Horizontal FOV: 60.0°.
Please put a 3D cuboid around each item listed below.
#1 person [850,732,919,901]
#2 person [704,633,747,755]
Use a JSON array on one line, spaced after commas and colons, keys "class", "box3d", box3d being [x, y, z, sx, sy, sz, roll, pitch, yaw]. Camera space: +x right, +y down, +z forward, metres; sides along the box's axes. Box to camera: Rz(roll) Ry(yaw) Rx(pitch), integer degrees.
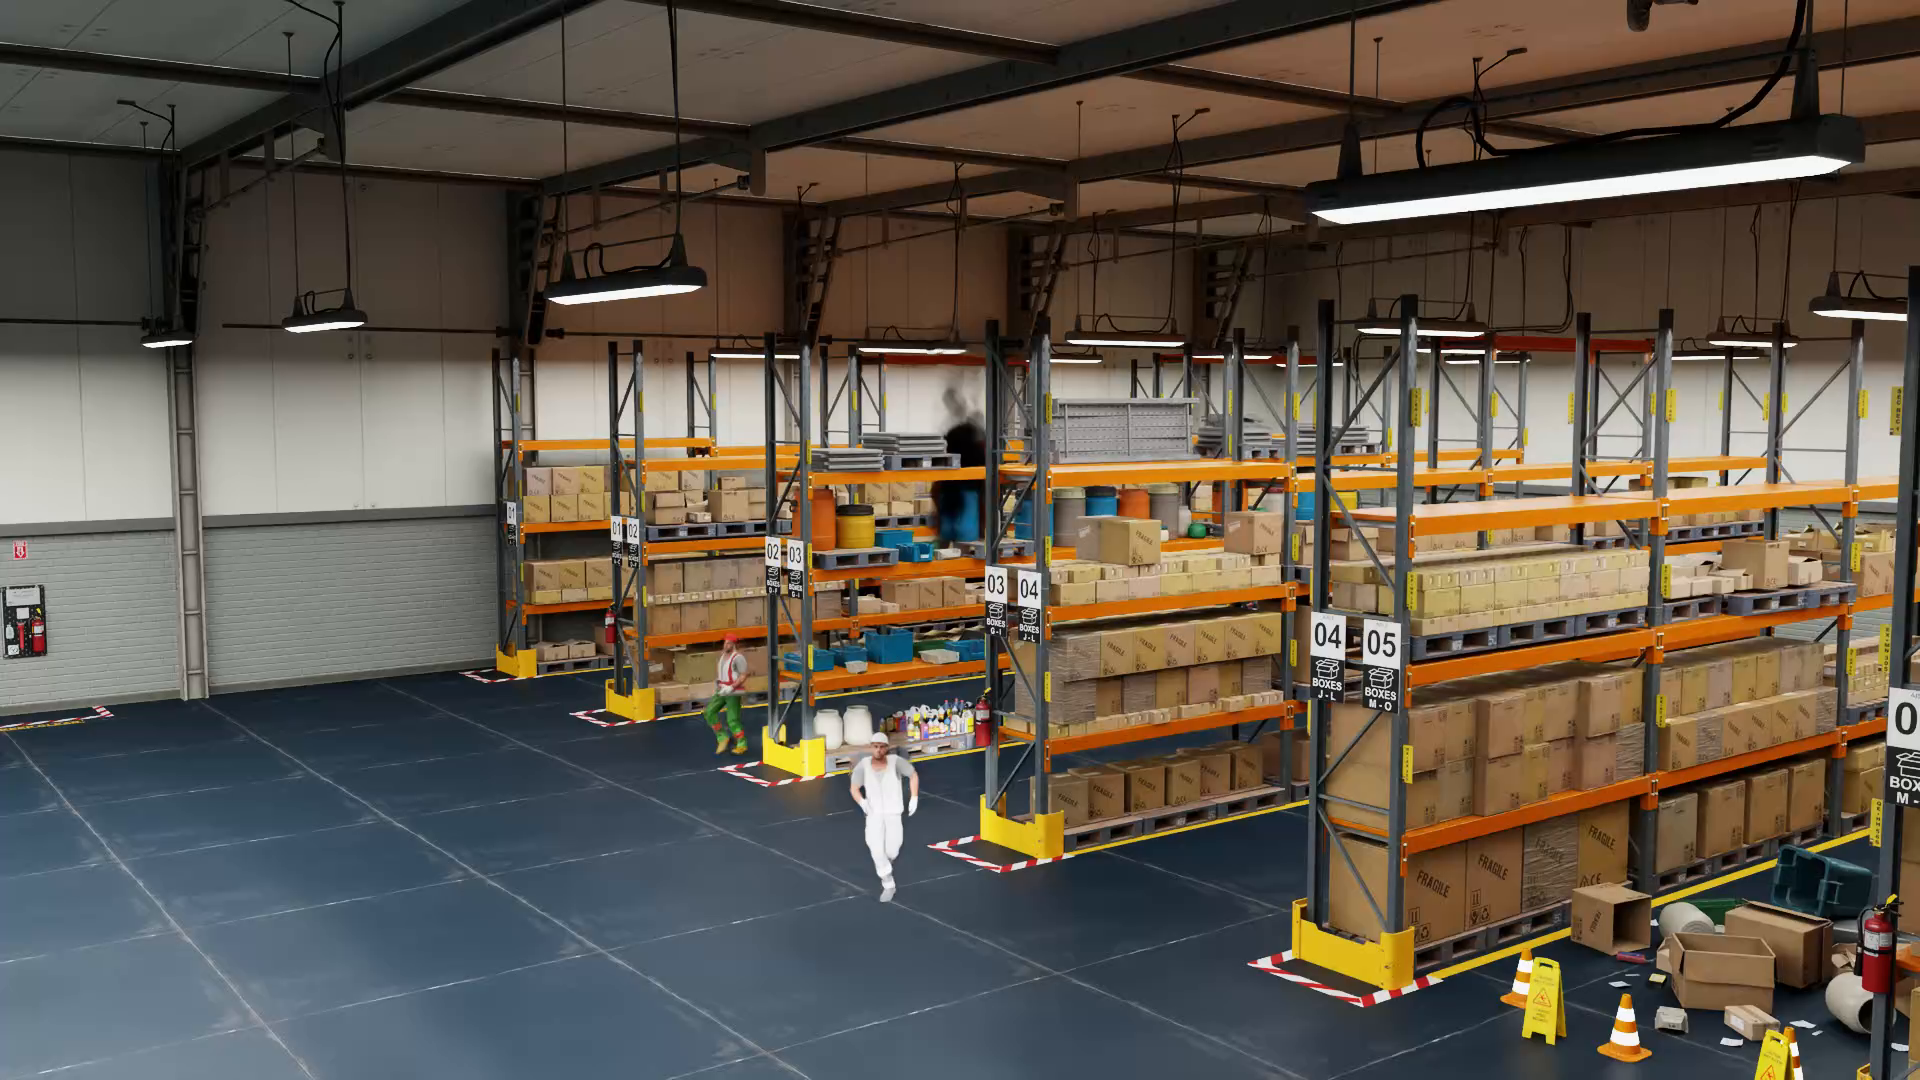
[{"class": "person", "box3d": [-0.780, 2.816, 17.120, 0.702, 1.734, 0.707, 0, 5, 0]}, {"class": "person", "box3d": [-3.311, 2.199, 23.739, 0.674, 1.763, 0.631, 5, 7, 44]}]
